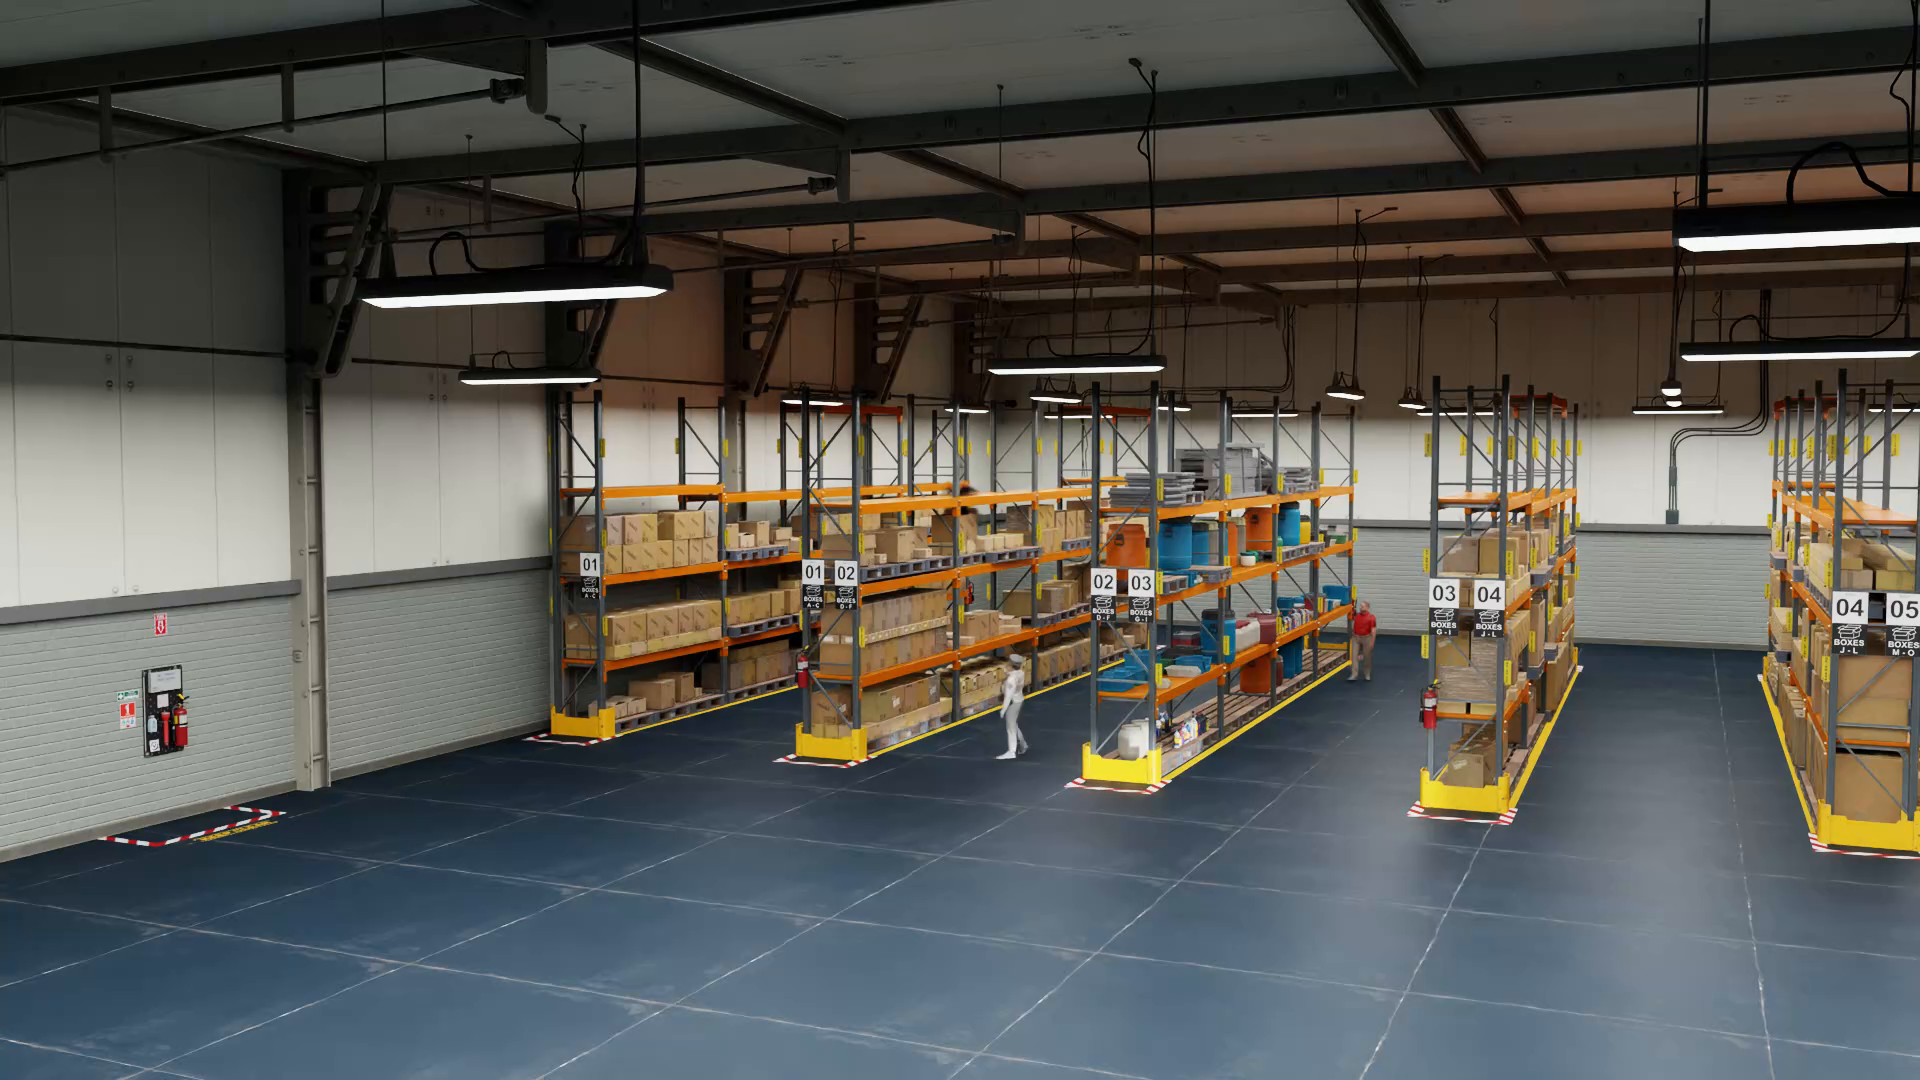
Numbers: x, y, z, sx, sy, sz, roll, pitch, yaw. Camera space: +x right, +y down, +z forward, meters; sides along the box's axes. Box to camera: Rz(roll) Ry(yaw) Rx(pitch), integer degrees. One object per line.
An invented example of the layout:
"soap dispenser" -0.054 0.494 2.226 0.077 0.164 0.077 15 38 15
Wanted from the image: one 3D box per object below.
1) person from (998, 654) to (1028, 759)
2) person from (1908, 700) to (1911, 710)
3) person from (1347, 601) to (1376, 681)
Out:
"person" 0.863 2.672 26.851 0.440 1.687 0.582 1 3 13
"person" 18.035 2.362 31.812 0.405 1.767 0.592 2 4 37
"person" 8.667 2.180 35.781 0.574 1.719 0.640 2 4 29
